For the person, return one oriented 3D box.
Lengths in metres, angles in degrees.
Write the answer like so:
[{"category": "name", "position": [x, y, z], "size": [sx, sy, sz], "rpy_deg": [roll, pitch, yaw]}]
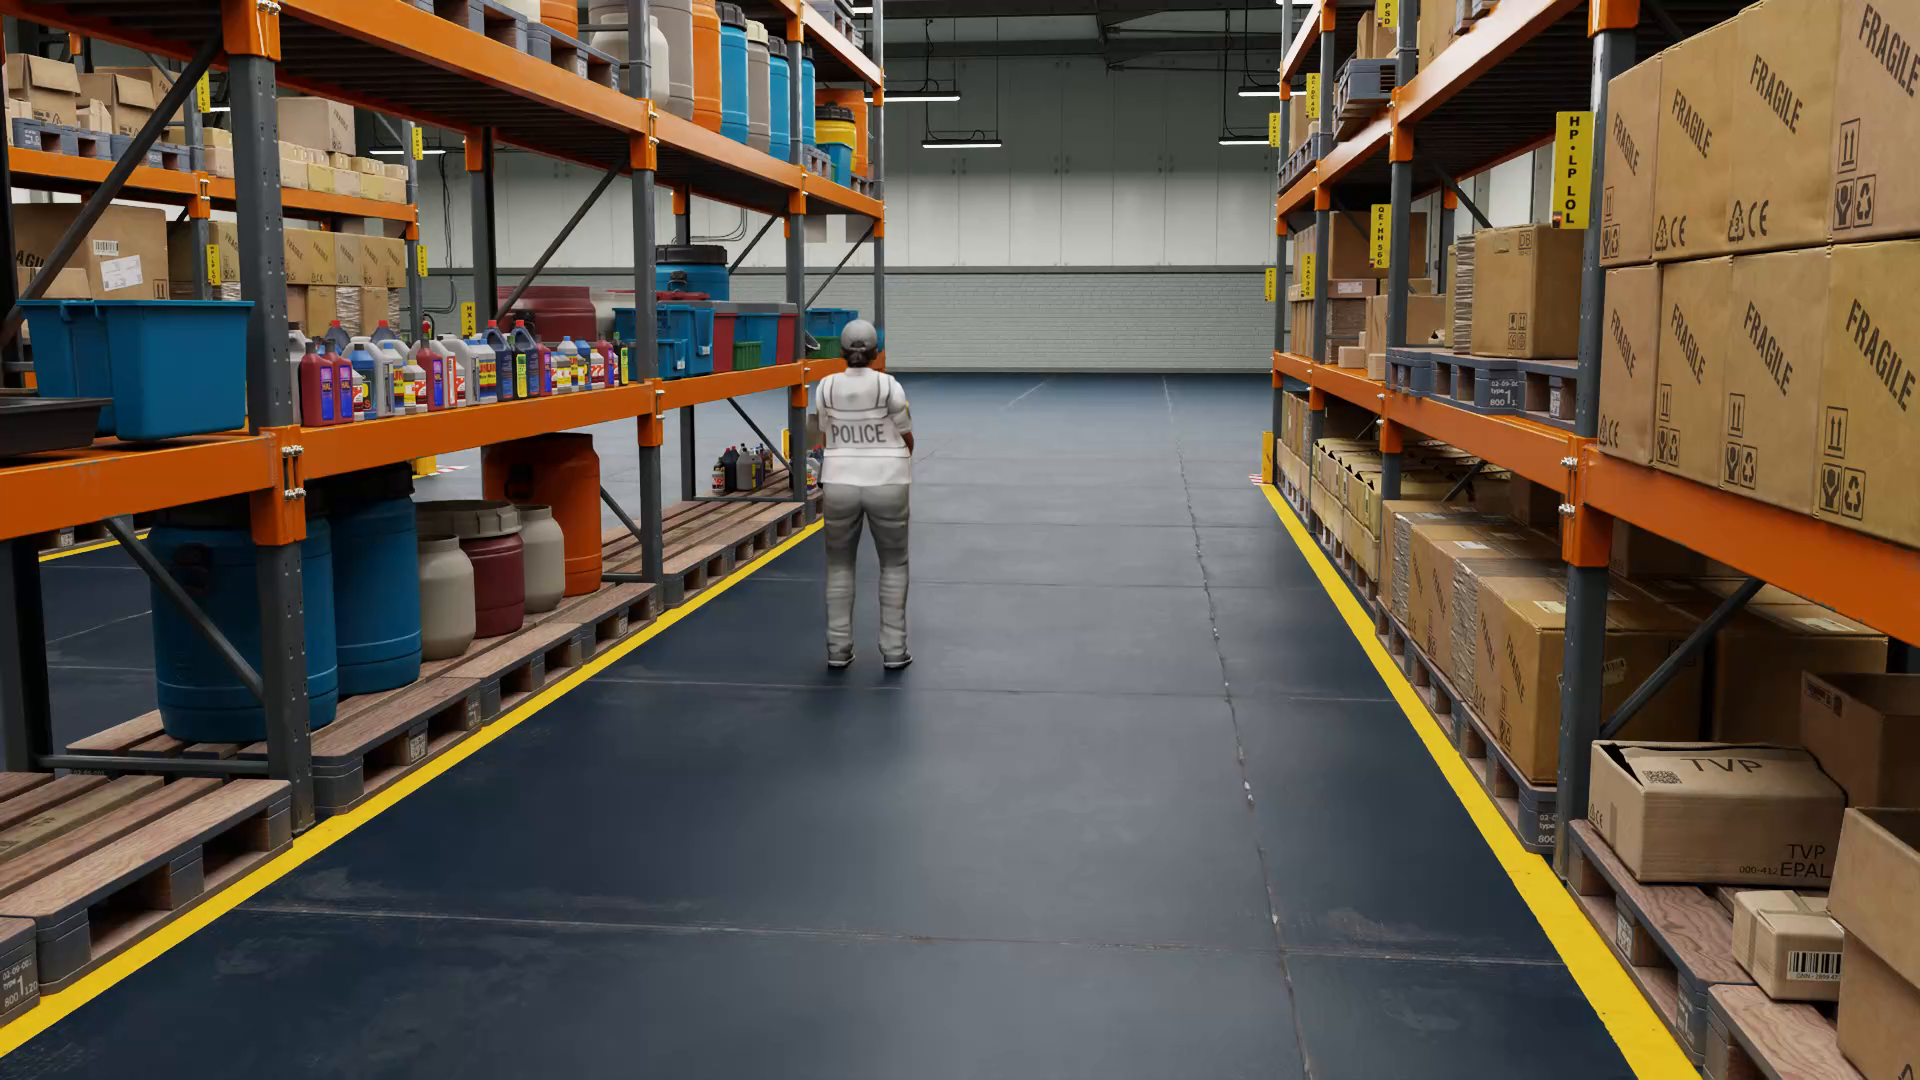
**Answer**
[{"category": "person", "position": [-0.443, -0.224, 7.989], "size": [0.455, 1.656, 0.541], "rpy_deg": [1, 8, 7]}]
